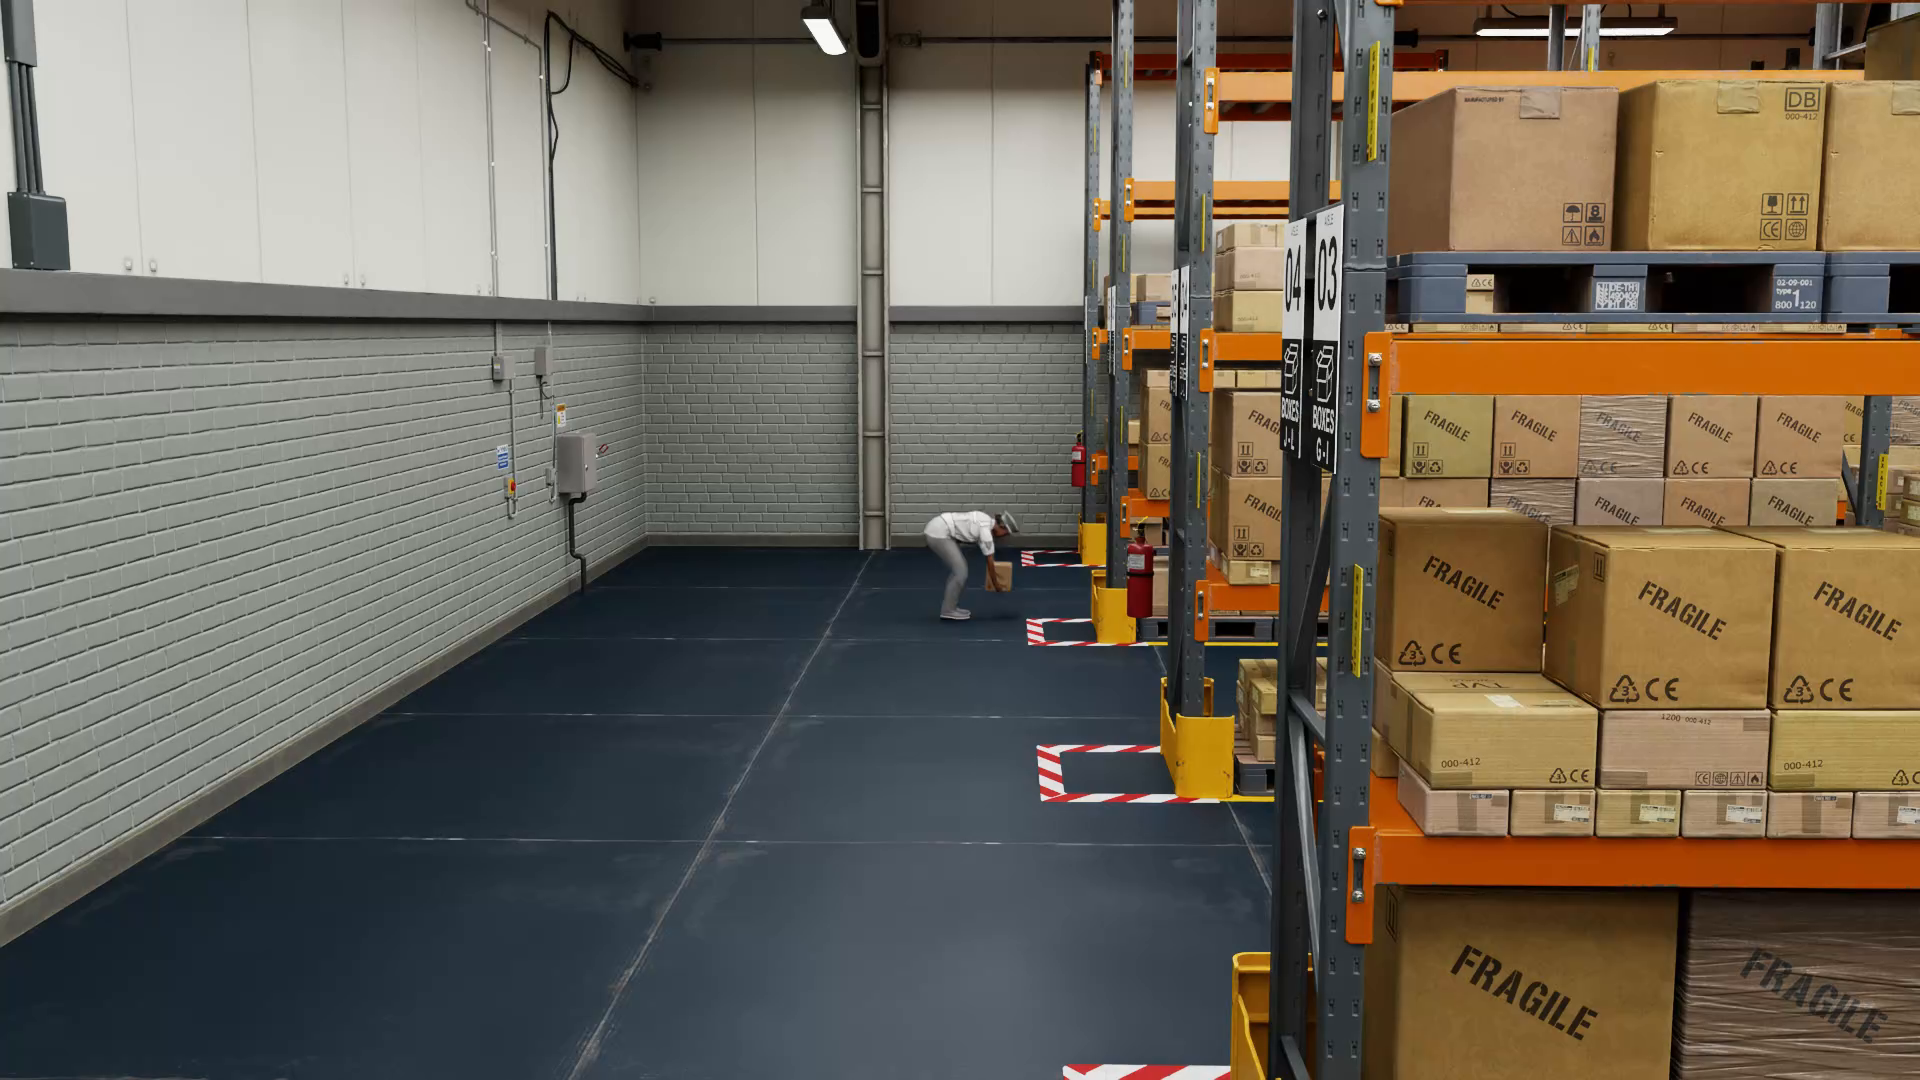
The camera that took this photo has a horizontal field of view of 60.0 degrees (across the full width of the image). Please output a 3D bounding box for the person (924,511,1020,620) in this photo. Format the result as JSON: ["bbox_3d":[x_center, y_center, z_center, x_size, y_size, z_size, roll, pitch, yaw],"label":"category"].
[{"bbox_3d":[0.118,0.239,16.300,0.940,1.059,0.431,0,7,-1],"label":"person"}]
